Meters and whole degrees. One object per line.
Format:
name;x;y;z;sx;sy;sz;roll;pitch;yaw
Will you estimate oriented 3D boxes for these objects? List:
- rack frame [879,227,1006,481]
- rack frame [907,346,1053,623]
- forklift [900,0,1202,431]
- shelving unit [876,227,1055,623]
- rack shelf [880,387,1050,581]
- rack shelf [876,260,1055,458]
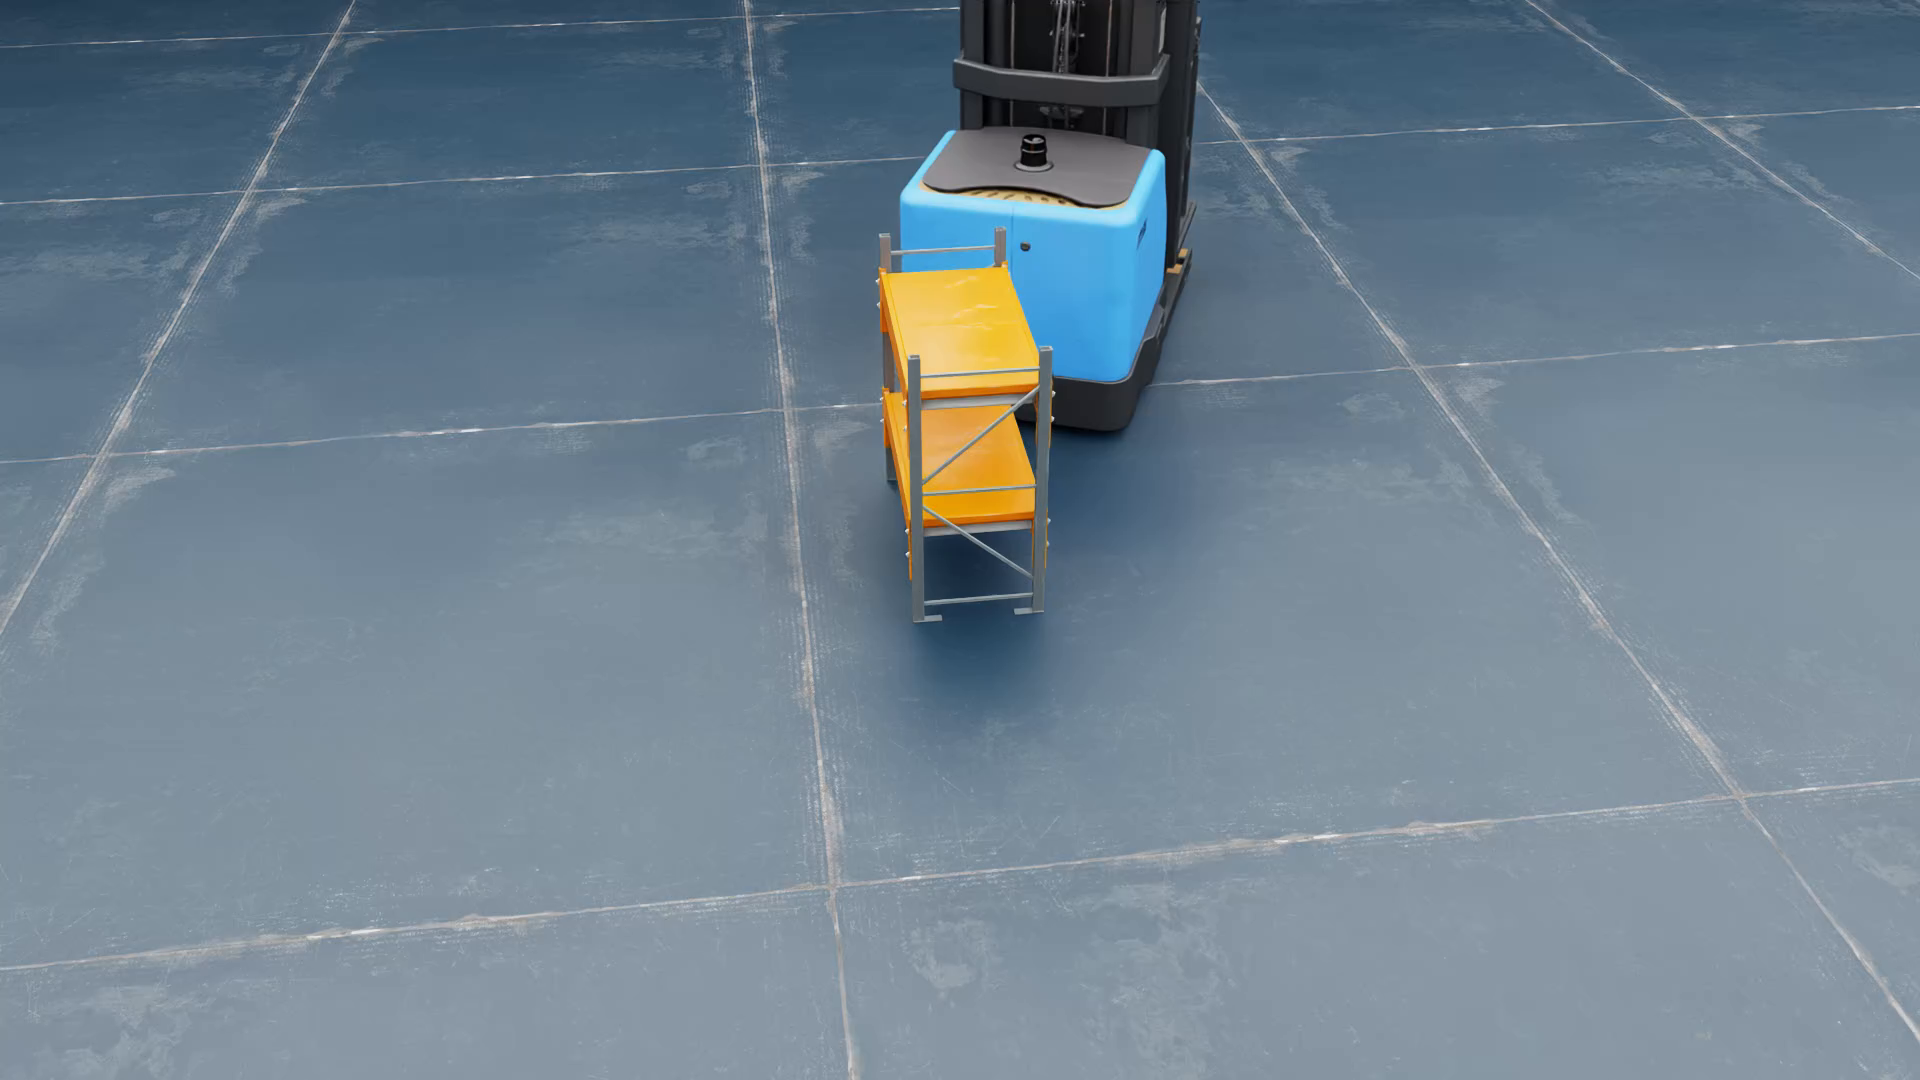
rack frame;-0.067;-0.745;6.844;0.500;1.125;0.032;-4;35;-6
rack frame;0.069;-0.177;6.011;0.500;1.125;0.032;-4;35;-6
forklift;0.600;-2.518;7.842;1.130;2.935;3.031;8;35;12
shelving unit;0.001;-0.461;6.428;0.538;1.125;1.048;-4;35;-6
rack shelf;0.001;-0.259;6.565;0.538;0.278;1.000;-4;35;-6
rack shelf;0.001;-0.703;6.263;0.538;0.278;1.000;-4;35;-6
